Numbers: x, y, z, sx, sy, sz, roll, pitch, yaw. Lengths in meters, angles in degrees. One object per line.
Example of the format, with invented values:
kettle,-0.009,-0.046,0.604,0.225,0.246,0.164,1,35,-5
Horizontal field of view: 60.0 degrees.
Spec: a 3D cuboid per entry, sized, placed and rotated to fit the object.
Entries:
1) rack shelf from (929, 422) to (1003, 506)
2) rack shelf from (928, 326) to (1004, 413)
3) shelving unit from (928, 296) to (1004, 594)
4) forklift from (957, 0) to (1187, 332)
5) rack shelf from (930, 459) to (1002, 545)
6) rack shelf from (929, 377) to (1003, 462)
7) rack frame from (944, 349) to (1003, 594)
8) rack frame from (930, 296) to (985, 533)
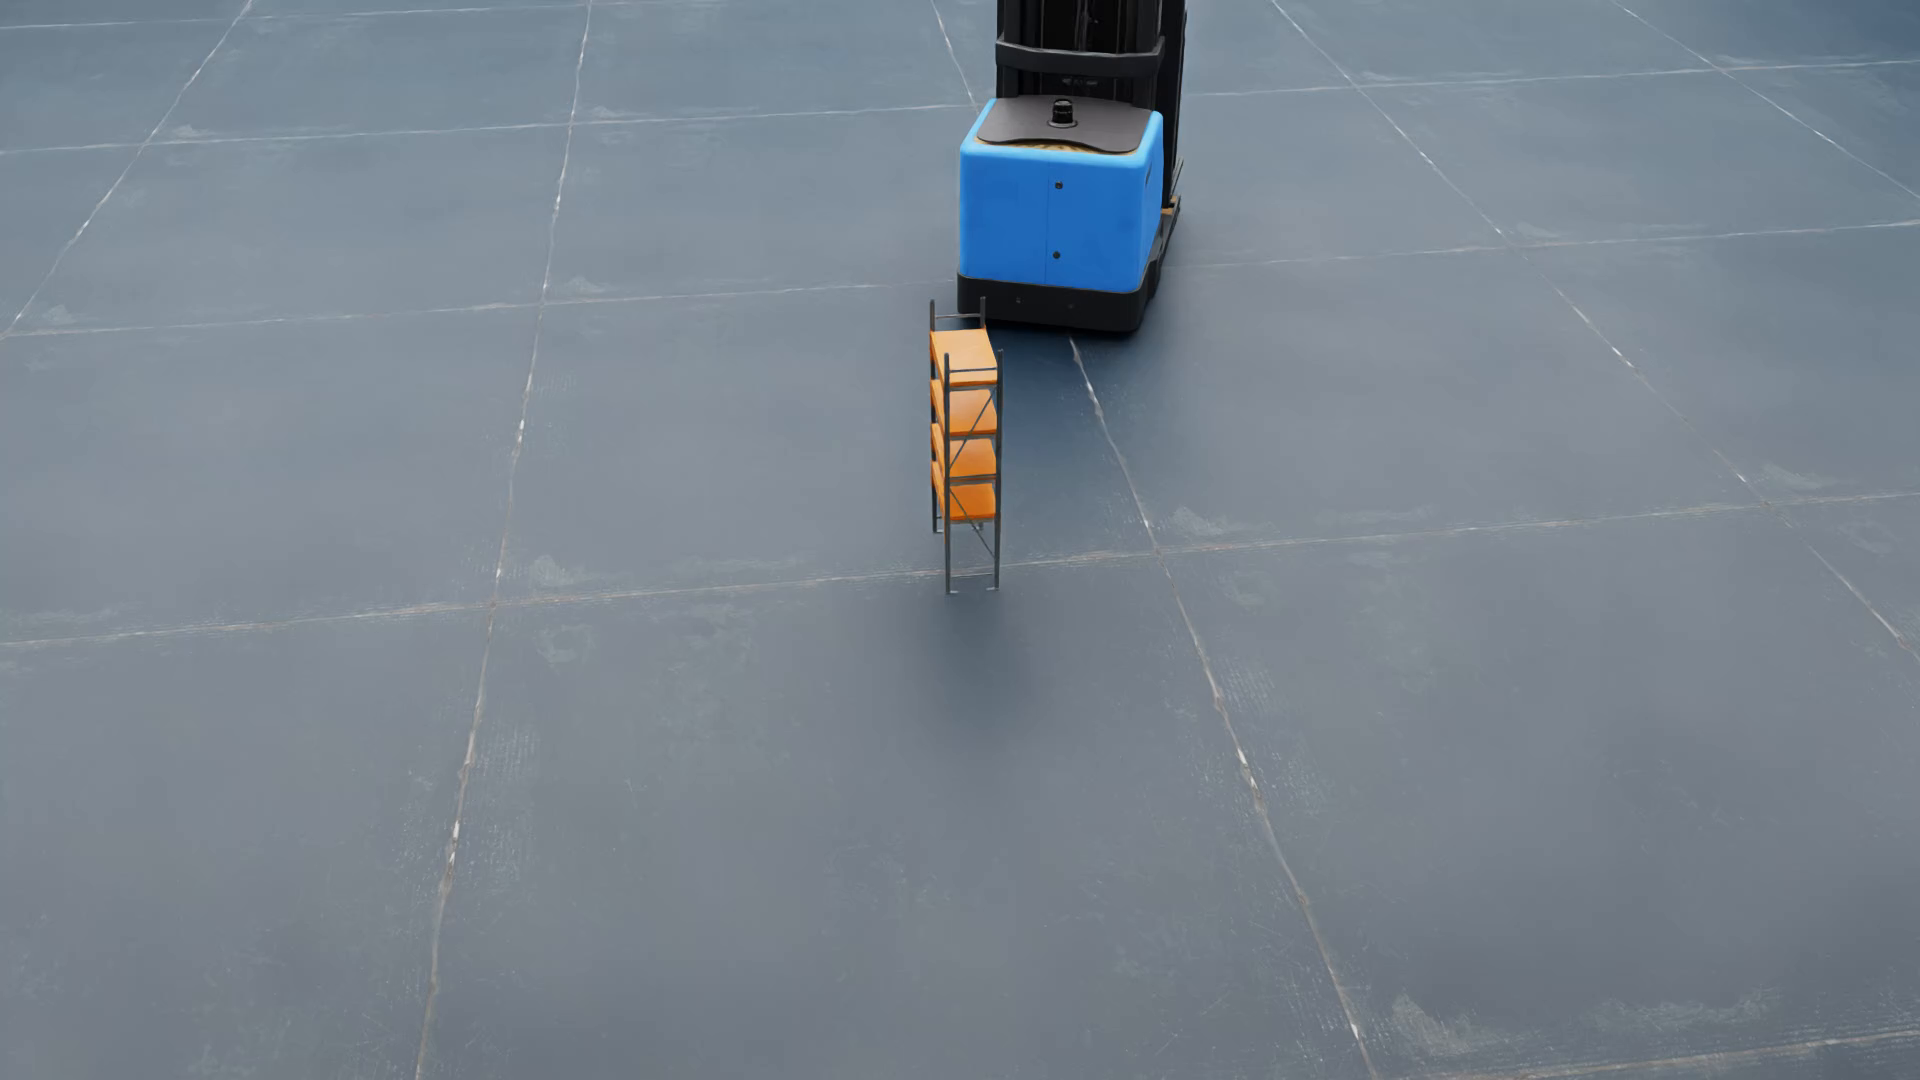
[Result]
rack shelf,0.022,-0.348,7.314,0.258,0.148,0.480,-4,35,-6
rack shelf,0.022,-0.728,7.055,0.258,0.148,0.480,-4,35,-6
shelving unit,0.022,-0.403,7.277,0.258,1.200,0.503,-4,35,-6
forklift,0.813,-3.204,9.849,1.130,2.935,3.031,7,35,11
rack shelf,0.022,-0.184,7.426,0.258,0.148,0.480,-4,35,-6
rack shelf,0.022,-0.533,7.188,0.258,0.148,0.480,-4,35,-6
rack frame,0.055,-0.267,7.077,0.240,1.200,0.015,-4,35,-6
rack frame,-0.011,-0.540,7.476,0.240,1.200,0.015,-4,35,-6
